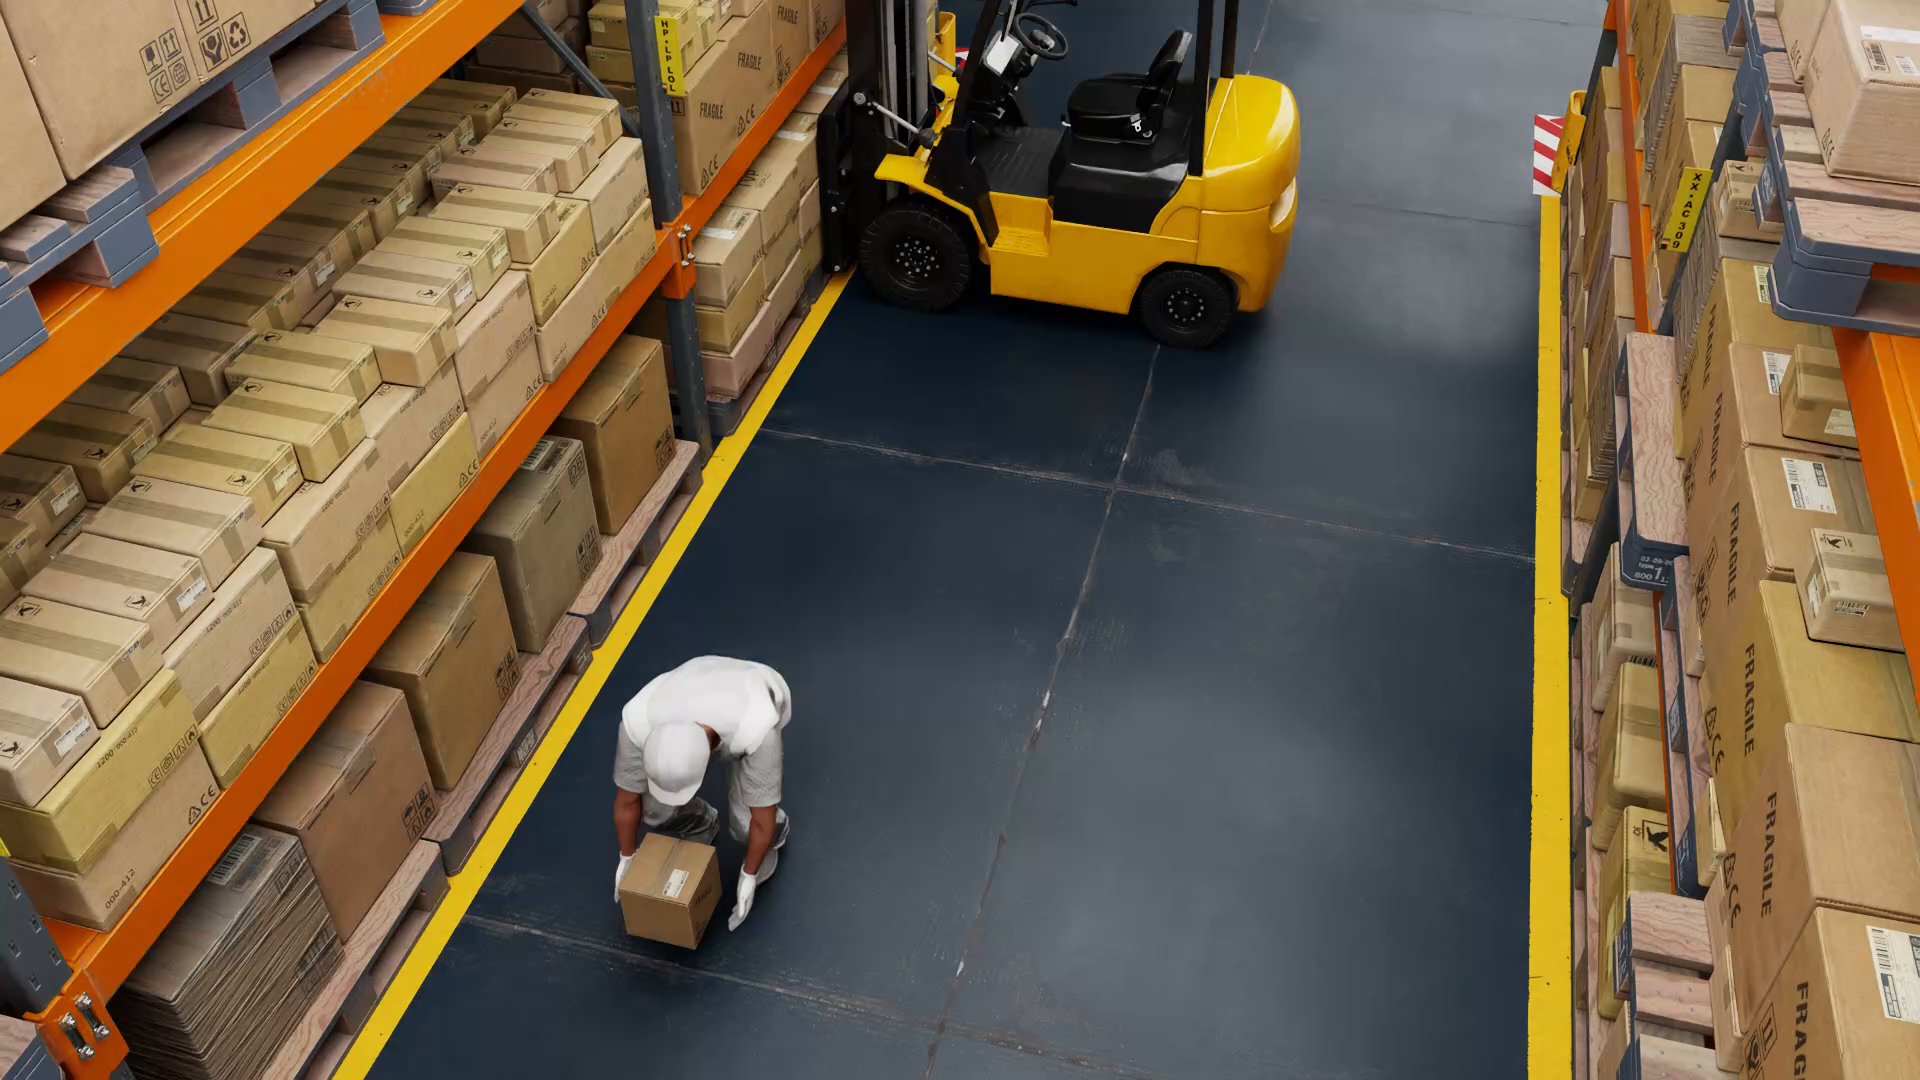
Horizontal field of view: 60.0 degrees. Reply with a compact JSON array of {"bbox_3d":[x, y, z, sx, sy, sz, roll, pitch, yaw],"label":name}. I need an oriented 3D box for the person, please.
[{"bbox_3d":[-0.833,0.799,5.747,0.581,1.090,0.878,10,42,11],"label":"person"}]
